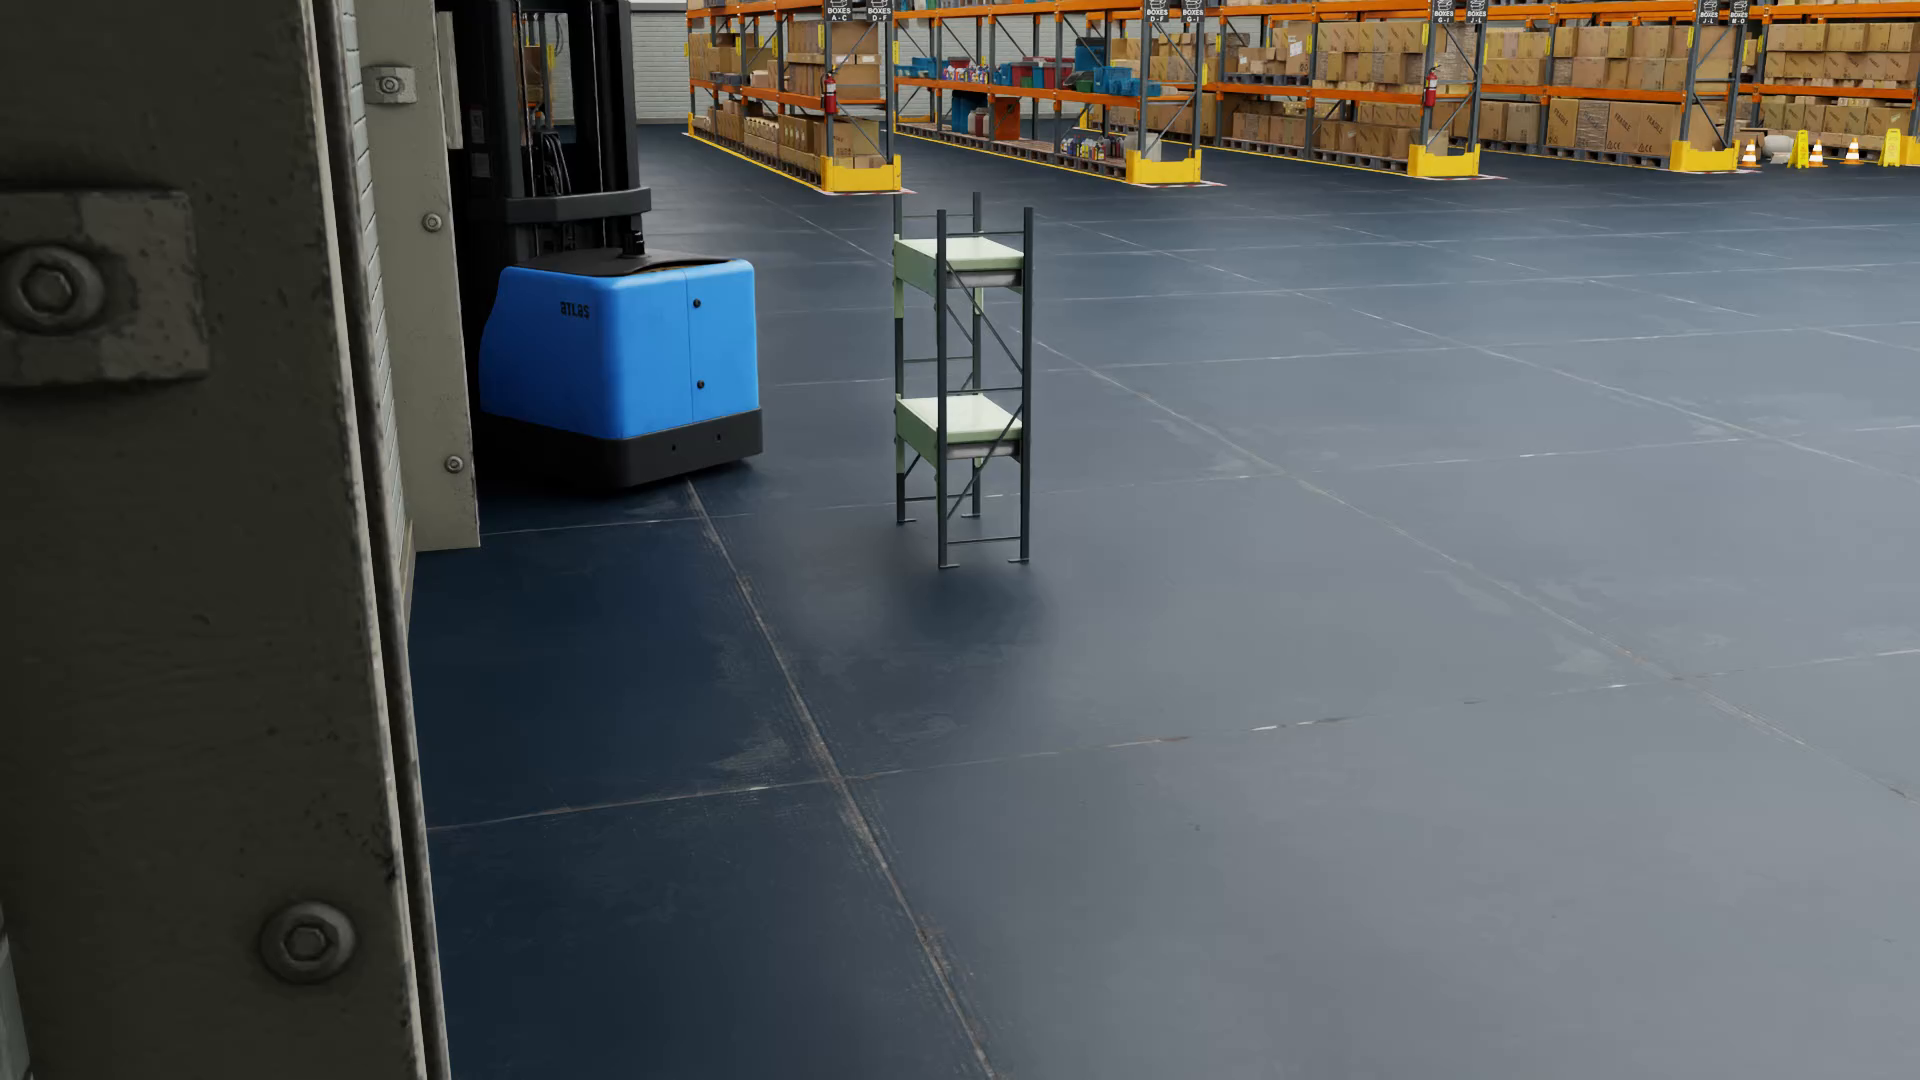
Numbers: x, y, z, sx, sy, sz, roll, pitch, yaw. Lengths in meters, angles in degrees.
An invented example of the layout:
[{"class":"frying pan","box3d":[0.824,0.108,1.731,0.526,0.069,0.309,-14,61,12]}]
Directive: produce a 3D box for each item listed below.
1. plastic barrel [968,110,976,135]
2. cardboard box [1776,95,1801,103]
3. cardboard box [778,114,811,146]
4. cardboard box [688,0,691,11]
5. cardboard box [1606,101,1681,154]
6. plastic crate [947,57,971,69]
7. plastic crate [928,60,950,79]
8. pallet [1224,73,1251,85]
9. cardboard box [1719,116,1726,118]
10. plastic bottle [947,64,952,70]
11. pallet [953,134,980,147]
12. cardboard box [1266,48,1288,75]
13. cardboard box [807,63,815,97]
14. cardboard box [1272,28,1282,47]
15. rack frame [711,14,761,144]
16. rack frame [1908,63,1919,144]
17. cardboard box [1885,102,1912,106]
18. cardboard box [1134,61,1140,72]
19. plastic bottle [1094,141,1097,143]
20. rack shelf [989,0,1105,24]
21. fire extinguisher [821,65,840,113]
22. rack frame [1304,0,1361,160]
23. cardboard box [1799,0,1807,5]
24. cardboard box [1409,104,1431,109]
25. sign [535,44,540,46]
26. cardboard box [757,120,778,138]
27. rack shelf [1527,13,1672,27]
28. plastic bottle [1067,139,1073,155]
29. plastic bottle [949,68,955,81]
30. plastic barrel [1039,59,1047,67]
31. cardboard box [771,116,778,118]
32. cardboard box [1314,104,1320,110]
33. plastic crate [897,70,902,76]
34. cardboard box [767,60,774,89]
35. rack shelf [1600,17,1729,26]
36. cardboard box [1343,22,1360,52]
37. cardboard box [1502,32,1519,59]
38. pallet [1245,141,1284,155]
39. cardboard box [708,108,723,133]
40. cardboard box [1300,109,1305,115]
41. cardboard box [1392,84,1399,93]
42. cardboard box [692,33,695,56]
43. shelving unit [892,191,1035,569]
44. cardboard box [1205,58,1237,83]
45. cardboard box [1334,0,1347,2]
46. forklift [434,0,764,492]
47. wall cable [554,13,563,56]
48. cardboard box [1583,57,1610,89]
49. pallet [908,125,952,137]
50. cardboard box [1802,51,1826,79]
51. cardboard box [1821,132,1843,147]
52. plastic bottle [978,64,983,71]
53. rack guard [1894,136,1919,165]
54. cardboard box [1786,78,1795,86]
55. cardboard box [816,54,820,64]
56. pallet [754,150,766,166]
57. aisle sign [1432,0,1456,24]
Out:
[{"class":"plastic barrel","box3d":[0.377,-8.904,35.476,0.421,0.512,0.421,0,17,0]},{"class":"cardboard box","box3d":[16.348,-8.698,32.813,0.380,0.149,0.250,-4,17,-14]},{"class":"cardboard box","box3d":[-2.759,-6.893,27.930,0.500,0.500,0.500,-5,17,-15]},{"class":"cardboard box","box3d":[-5.987,-12.324,38.313,0.500,0.250,0.500,-5,17,-15]},{"class":"cardboard box","box3d":[12.343,-7.451,30.007,0.875,0.875,0.875,-5,17,-16]},{"class":"plastic crate","box3d":[-0.025,-10.732,37.750,0.402,0.464,0.583,-5,17,-15]},{"class":"plastic crate","box3d":[-0.477,-10.529,37.213,0.392,0.384,0.575,-5,17,-15]},{"class":"pallet","box3d":[6.139,-9.410,33.899,1.213,0.211,1.003,-5,17,-15]},{"class":"cardboard box","box3d":[15.929,-8.846,35.526,0.950,0.372,0.625,-4,17,-13]},{"class":"plastic bottle","box3d":[-0.224,-10.248,36.440,0.144,0.351,0.185,-5,17,-15]},{"class":"pallet","box3d":[0.490,-8.515,35.434,1.003,0.211,1.213,-5,17,-15]},{"class":"cardboard box","box3d":[6.375,-9.307,32.313,0.797,0.503,0.637,-3,17,-10]},{"class":"cardboard box","box3d":[-2.030,-7.302,26.373,0.700,0.500,0.500,-4,17,-14]},{"class":"cardboard box","box3d":[8.307,-12.792,42.395,0.500,0.500,0.500,-5,17,-16]},{"class":"rack frame","box3d":[-4.784,-10.015,35.579,1.000,3.000,0.127,-5,17,-15]},{"class":"rack frame","box3d":[17.568,-8.262,29.741,1.000,3.000,0.127,-5,17,-15]},{"class":"cardboard box","box3d":[20.672,-9.392,36.902,0.875,0.625,0.625,-5,18,-18]},{"class":"cardboard box","box3d":[4.368,-10.969,38.500,0.500,0.250,0.500,-5,17,-16]},{"class":"plastic bottle","box3d":[2.305,-6.692,28.486,0.152,0.276,0.135,-5,17,-15]},{"class":"rack shelf","box3d":[1.629,-9.838,31.027,1.077,0.370,4.000,-5,17,-15]},{"class":"fire extinguisher","box3d":[-1.900,-6.589,24.309,0.296,0.674,0.183,-5,17,-15]},{"class":"rack frame","box3d":[6.940,-8.584,30.816,1.000,3.000,0.127,-5,17,-15]},{"class":"cardboard box","box3d":[16.511,-10.442,32.223,0.380,0.149,0.250,-5,17,-15]},{"class":"cardboard box","box3d":[10.198,-9.587,36.464,0.500,0.250,0.500,-5,17,-17]},{"class":"sign","box3d":[-6.828,-7.869,26.931,0.100,0.325,0.005,-5,17,-15]},{"class":"cardboard box","box3d":[-3.391,-7.465,30.166,0.500,0.311,0.500,-5,17,-16]},{"class":"rack shelf","box3d":[14.820,-12.120,38.622,1.077,0.370,4.000,-5,17,-15]},{"class":"plastic bottle","box3d":[1.959,-6.889,29.142,0.152,0.276,0.135,-4,17,-13]},{"class":"plastic bottle","box3d":[-0.159,-10.087,36.034,0.152,0.276,0.135,-5,17,-15]},{"class":"plastic barrel","box3d":[1.683,-8.969,31.901,0.421,0.512,0.421,0,17,0]},{"class":"cardboard box","box3d":[-3.535,-8.071,32.687,0.500,0.500,0.500,-4,17,-13]},{"class":"cardboard box","box3d":[8.847,-10.641,40.856,0.380,0.149,0.250,-6,18,-18]},{"class":"plastic crate","box3d":[-1.360,-11.225,39.961,0.250,0.136,0.298,-5,17,-15]},{"class":"cardboard box","box3d":[-3.208,-8.494,30.341,0.500,0.500,0.500,-6,18,-18]},{"class":"rack shelf","box3d":[18.492,-13.620,43.615,1.077,0.370,4.000,-5,17,-15]},{"class":"cardboard box","box3d":[7.095,-8.833,29.214,0.500,0.500,0.500,-5,17,-15]},{"class":"cardboard box","box3d":[11.313,-9.894,33.265,0.700,0.500,0.500,-5,17,-15]},{"class":"pallet","box3d":[6.386,-7.802,33.060,1.003,0.211,1.213,-5,17,-15]},{"class":"cardboard box","box3d":[-5.213,-9.164,36.326,0.500,0.500,0.500,-5,17,-15]},{"class":"cardboard box","box3d":[8.755,-10.723,41.644,0.380,0.149,0.250,-4,17,-12]},{"class":"cardboard box","box3d":[7.523,-7.625,28.059,0.380,0.149,0.250,-5,17,-15]},{"class":"cardboard box","box3d":[-5.864,-11.361,38.147,0.500,0.500,0.500,-5,17,-15]},{"class":"shelving unit","box3d":[0.002,-0.716,7.230,0.431,1.500,0.755,-5,17,-15]},{"class":"cardboard box","box3d":[5.467,-9.856,34.875,0.500,0.500,0.500,-4,17,-14]},{"class":"cardboard box","box3d":[6.968,-9.659,29.439,0.500,0.250,0.500,-5,17,-16]},{"class":"forklift","box3d":[-2.495,-1.963,8.894,3.031,2.935,1.130,13,21,37]},{"class":"wall cable","box3d":[-11.856,-13.708,42.842,3.097,2.526,0.112,-5,17,-15]},{"class":"cardboard box","box3d":[12.058,-8.610,30.642,0.875,0.550,0.550,-5,17,-15]},{"class":"pallet","box3d":[-0.599,-9.609,39.073,1.003,0.211,1.213,-5,17,-15]},{"class":"cardboard box","box3d":[16.608,-9.138,31.967,0.500,0.500,0.500,-5,17,-16]},{"class":"cardboard box","box3d":[16.803,-7.636,31.710,0.500,0.250,0.500,-5,18,-17]},{"class":"plastic bottle","box3d":[0.459,-10.091,35.918,0.144,0.351,0.185,-5,17,-15]},{"class":"rack guard","box3d":[17.547,-7.085,30.171,1.175,0.500,0.348,-5,17,-15]},{"class":"cardboard box","box3d":[16.469,-8.998,32.631,0.380,0.149,0.250,-5,17,-16]},{"class":"cardboard box","box3d":[-1.985,-7.358,25.432,0.380,0.149,0.250,-4,17,-15]},{"class":"pallet","box3d":[-3.164,-7.006,30.407,1.003,0.211,1.213,-5,17,-15]},{"class":"aisle sign","box3d":[7.768,-8.682,26.623,0.394,0.787,0.004,-5,17,-15]}]
